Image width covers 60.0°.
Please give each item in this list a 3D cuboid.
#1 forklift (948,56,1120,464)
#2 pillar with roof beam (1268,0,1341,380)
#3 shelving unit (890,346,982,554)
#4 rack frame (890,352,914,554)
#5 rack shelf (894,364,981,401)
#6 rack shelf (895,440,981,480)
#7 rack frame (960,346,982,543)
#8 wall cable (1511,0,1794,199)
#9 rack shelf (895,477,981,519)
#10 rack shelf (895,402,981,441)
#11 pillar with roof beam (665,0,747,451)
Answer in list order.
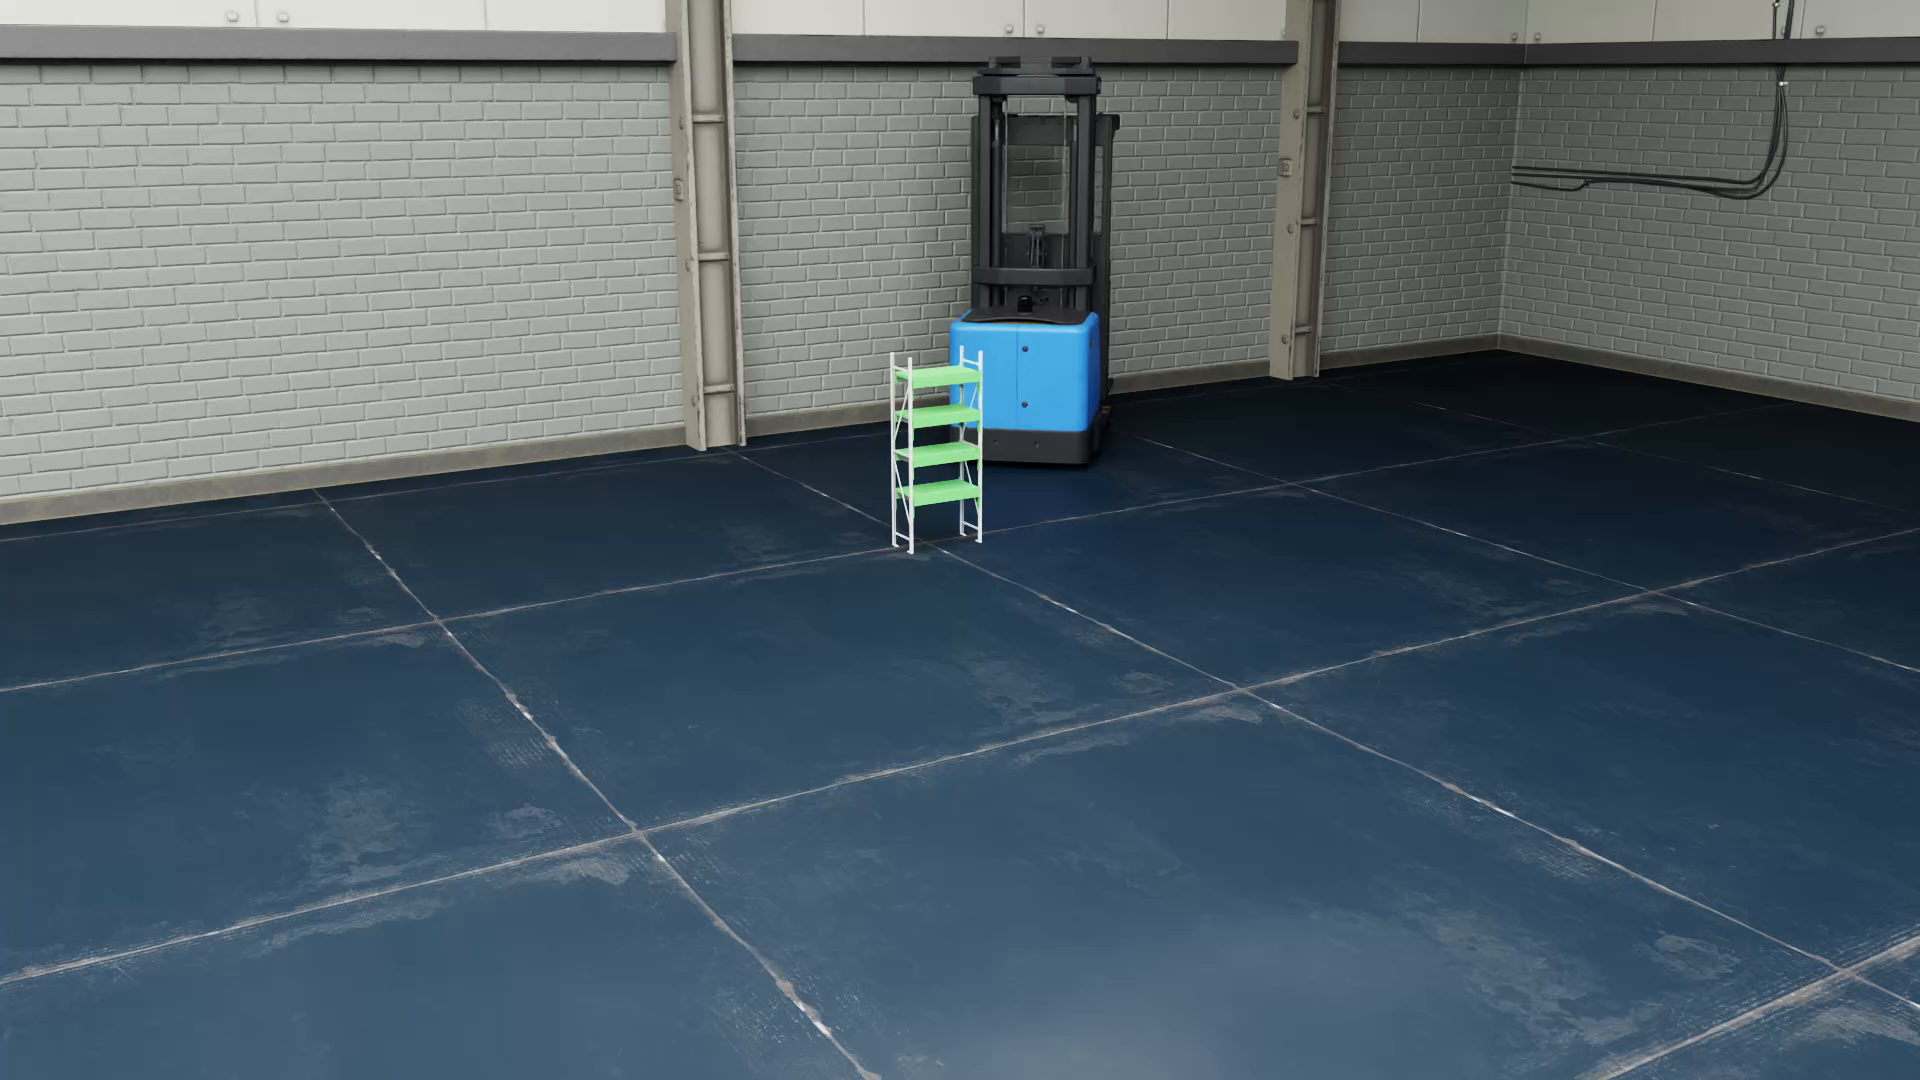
[{"bbox_3d":[0.671,-2.317,13.245,1.130,2.935,3.031,3,16,10],"label":"forklift"},{"bbox_3d":[5.437,-4.924,11.303,0.400,9.000,9.100,-9,18,-30],"label":"pillar with roof beam"},{"bbox_3d":[-0.142,-0.555,10.166,0.503,1.200,0.258,-9,18,-30],"label":"shelving unit"},{"bbox_3d":[-0.351,-0.521,10.045,0.015,1.200,0.240,-9,18,-30],"label":"rack frame"},{"bbox_3d":[-0.142,-0.955,10.053,0.480,0.148,0.258,-9,18,-30],"label":"rack shelf"},{"bbox_3d":[-0.142,-0.493,10.183,0.480,0.148,0.258,-9,18,-30],"label":"rack shelf"},{"bbox_3d":[0.067,-0.589,10.287,0.015,1.200,0.240,-9,18,-30],"label":"rack frame"},{"bbox_3d":[6.426,-4.528,15.644,0.112,2.526,3.097,-9,18,-30],"label":"wall cable"},{"bbox_3d":[-0.142,-0.262,10.248,0.480,0.148,0.258,-9,18,-30],"label":"rack shelf"},{"bbox_3d":[-0.142,-0.724,10.118,0.480,0.148,0.258,-9,18,-30],"label":"rack shelf"},{"bbox_3d":[0.294,-4.090,8.327,0.400,9.000,9.100,-9,18,-30],"label":"pillar with roof beam"}]
